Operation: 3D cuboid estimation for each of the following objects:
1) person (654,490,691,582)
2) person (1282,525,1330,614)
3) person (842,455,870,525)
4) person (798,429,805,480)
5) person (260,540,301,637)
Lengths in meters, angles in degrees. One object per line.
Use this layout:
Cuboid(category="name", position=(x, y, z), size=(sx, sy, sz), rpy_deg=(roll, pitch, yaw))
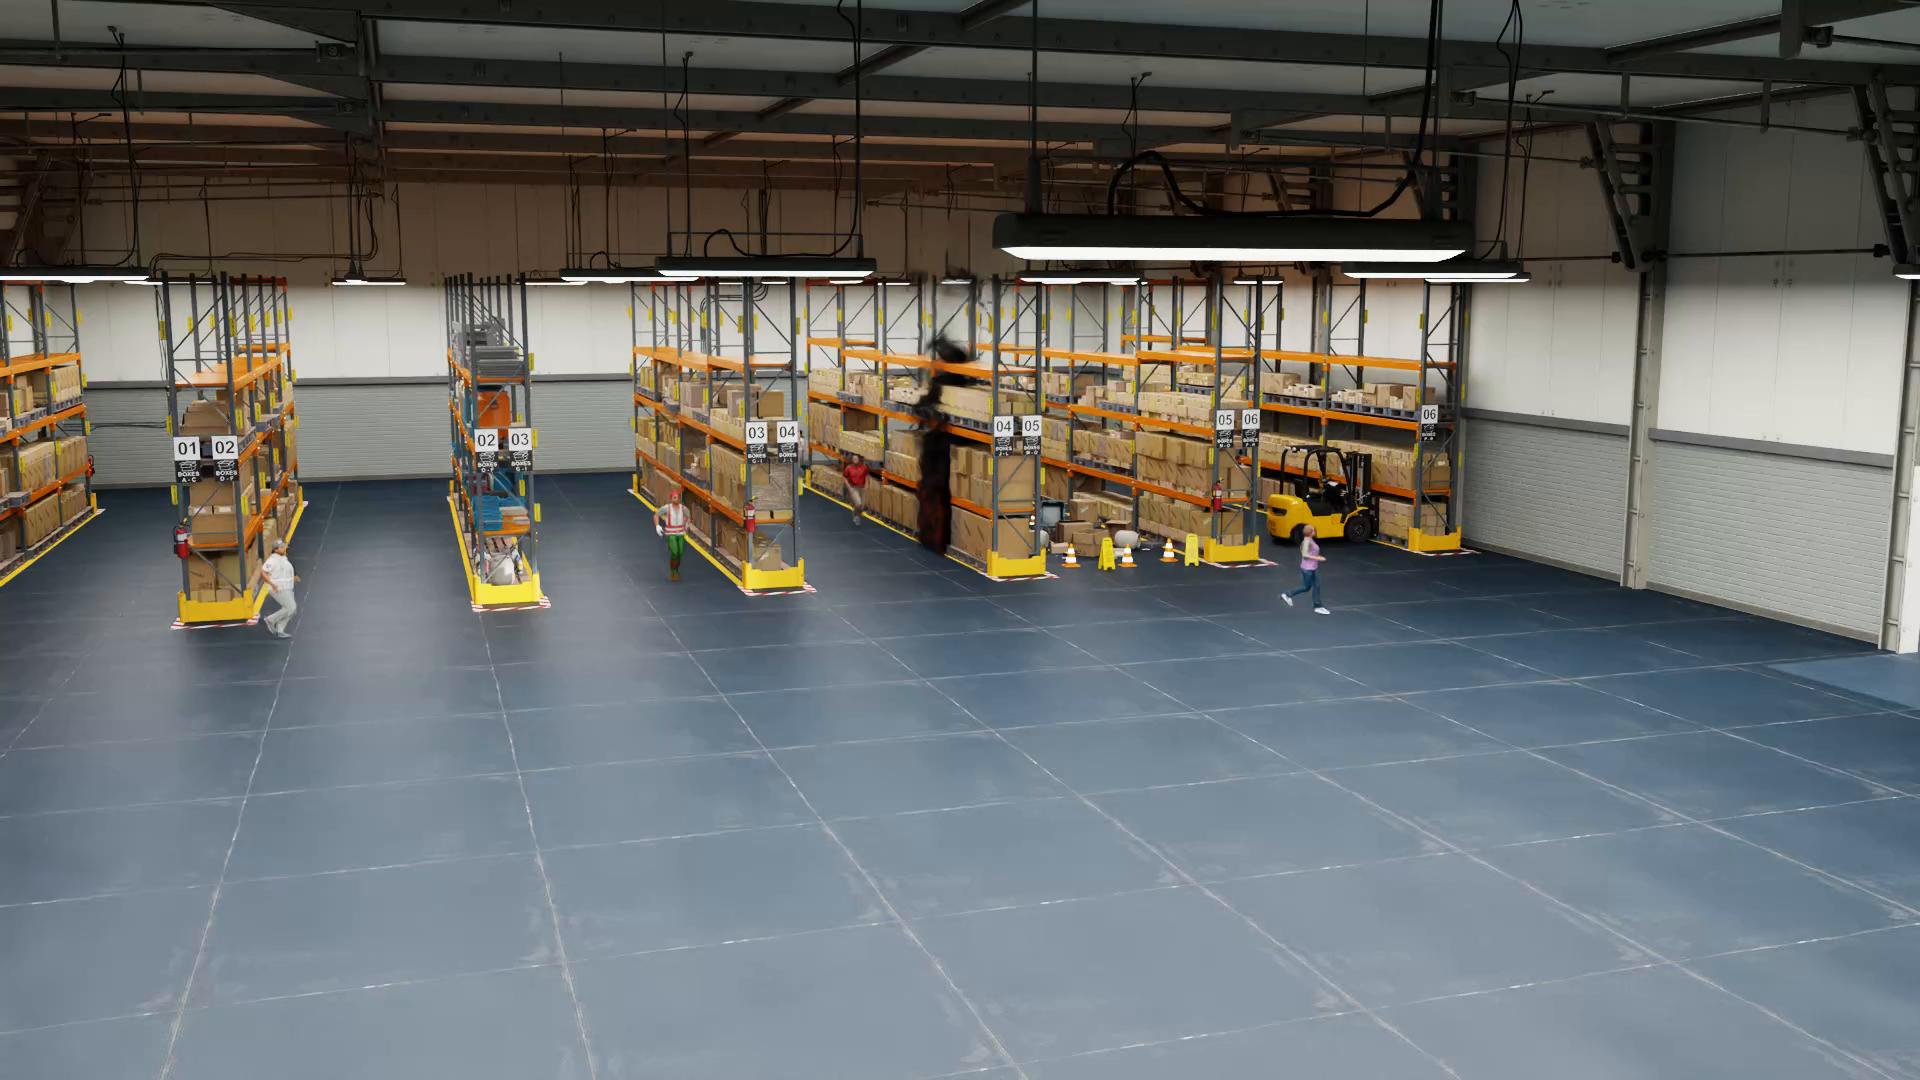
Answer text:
Cuboid(category="person", position=(-5.614, -0.069, 32.778), size=(0.691, 1.819, 0.664), rpy_deg=(-5, 10, -29))
Cuboid(category="person", position=(6.145, 0.510, 29.400), size=(0.860, 1.587, 0.537), rpy_deg=(4, 9, 24))
Cuboid(category="person", position=(-2.432, -1.165, 39.359), size=(0.661, 1.700, 0.604), rpy_deg=(-2, 9, -16))
Cuboid(category="person", position=(-4.816, -2.528, 49.486), size=(0.658, 1.564, 0.750), rpy_deg=(-6, 11, -35))
Cuboid(category="person", position=(-11.151, 0.808, 27.406), size=(0.546, 1.628, 0.602), rpy_deg=(0, 9, 2))
